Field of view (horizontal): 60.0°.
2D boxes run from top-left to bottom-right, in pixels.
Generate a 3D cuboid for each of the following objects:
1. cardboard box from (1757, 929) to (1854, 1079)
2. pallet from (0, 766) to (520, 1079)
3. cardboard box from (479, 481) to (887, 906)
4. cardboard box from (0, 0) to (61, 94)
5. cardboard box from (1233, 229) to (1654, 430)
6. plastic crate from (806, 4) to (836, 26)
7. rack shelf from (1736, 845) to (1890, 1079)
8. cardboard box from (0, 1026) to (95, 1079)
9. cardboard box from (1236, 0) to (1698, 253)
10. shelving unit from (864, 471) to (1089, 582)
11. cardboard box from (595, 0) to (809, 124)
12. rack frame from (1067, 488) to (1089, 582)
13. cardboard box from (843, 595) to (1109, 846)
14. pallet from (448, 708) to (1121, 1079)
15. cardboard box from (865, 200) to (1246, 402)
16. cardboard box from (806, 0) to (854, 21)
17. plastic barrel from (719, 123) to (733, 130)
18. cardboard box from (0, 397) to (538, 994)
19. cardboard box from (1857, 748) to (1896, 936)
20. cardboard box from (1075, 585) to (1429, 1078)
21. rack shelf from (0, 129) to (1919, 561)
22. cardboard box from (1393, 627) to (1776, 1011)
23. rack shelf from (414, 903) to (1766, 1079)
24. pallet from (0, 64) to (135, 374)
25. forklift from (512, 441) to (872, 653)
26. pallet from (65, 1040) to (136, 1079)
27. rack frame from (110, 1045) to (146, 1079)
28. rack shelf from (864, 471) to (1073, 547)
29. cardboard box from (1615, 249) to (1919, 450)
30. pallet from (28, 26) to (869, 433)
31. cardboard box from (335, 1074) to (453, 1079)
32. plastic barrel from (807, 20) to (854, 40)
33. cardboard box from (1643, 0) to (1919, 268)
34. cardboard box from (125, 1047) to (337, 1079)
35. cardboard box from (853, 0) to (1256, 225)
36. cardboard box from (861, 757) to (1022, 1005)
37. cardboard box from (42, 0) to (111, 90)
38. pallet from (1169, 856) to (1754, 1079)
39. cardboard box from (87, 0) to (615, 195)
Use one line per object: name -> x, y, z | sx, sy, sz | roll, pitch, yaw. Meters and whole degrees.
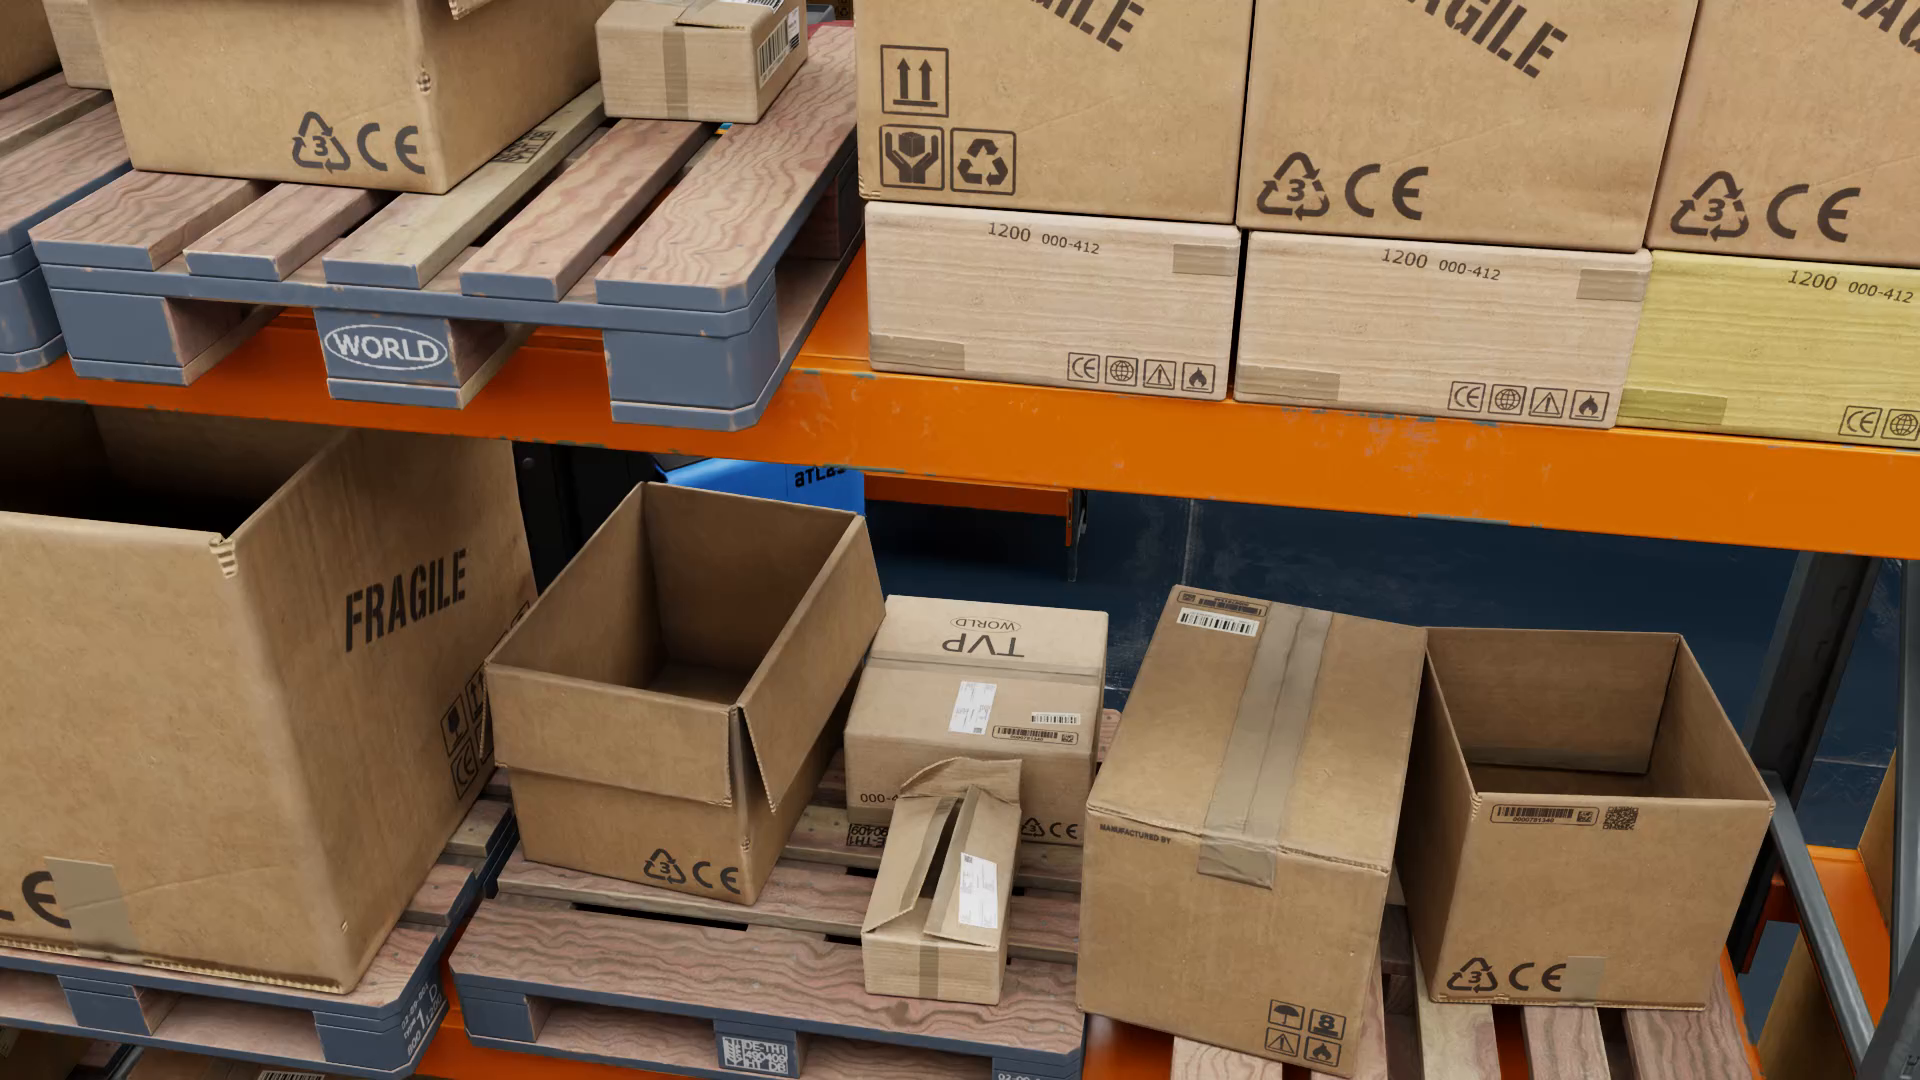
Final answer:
cardboard box -> 2.338, 1.554, 3.547 | 0.875, 0.875, 1.225 | 4, 32, 6
pallet -> -1.553, 0.628, 3.601 | 1.213, 0.211, 1.003 | 5, 32, 8
cardboard box -> -0.558, 0.287, 3.472 | 0.637, 0.503, 0.797 | 8, 33, 13
cardboard box -> -1.835, -0.997, 2.696 | 0.637, 0.503, 0.797 | 4, 32, 6
cardboard box -> 0.660, -0.400, 2.376 | 0.500, 0.250, 0.500 | 5, 32, 8
plastic crate -> -0.920, -2.332, 8.089 | 0.583, 0.464, 0.402 | 5, 32, 8
rack shelf -> 3.633, 1.243, 3.116 | 4.000, 0.370, 1.077 | 5, 32, 8
cardboard box -> -2.670, 1.227, 4.423 | 0.500, 0.500, 0.500 | 4, 32, 7
cardboard box -> 0.641, -0.718, 2.178 | 0.500, 0.500, 0.500 | 5, 32, 8
shelving unit -> 0.007, -0.476, 6.951 | 1.048, 1.125, 0.538 | 5, 32, 8
cardboard box -> -0.417, -0.833, 2.751 | 0.250, 0.166, 0.380 | 4, 32, 7
rack frame -> 0.508, -0.431, 6.878 | 0.032, 1.125, 0.500 | 5, 32, 8
cardboard box -> 0.048, 0.375, 3.570 | 0.500, 0.250, 0.500 | 4, 32, 7
pallet -> -0.297, 0.685, 3.509 | 1.213, 0.211, 1.003 | 5, 32, 8
cardboard box -> 0.165, -0.446, 2.450 | 0.500, 0.250, 0.500 | 6, 33, 10
cardboard box -> -1.016, -4.314, 12.804 | 0.500, 0.500, 0.500 | 5, 32, 8
plastic barrel -> -1.119, -2.208, 7.478 | 0.708, 0.901, 0.600 | 5, 32, 8
cardboard box -> -1.522, 0.114, 3.280 | 1.000, 1.000, 1.000 | 5, 32, 9
cardboard box -> 2.189, 0.631, 3.320 | 0.500, 0.500, 0.500 | 6, 33, 10
cardboard box -> 0.555, 0.514, 3.112 | 0.500, 0.500, 0.700 | 10, 33, 15
rack shelf -> -0.310, -0.386, 2.890 | 4.000, 0.370, 1.077 | 5, 32, 8
cardboard box -> 1.122, 0.511, 3.116 | 0.500, 0.500, 0.500 | 1, 32, 2
rack shelf -> -0.310, 0.886, 3.686 | 4.000, 0.370, 1.077 | 5, 32, 8
pallet -> -1.691, -0.679, 2.857 | 1.003, 0.211, 1.213 | 5, 32, 8
forklift -> -1.842, -0.543, 5.354 | 3.031, 2.935, 1.130 | -20, 37, -29
pallet -> -2.950, 1.543, 4.587 | 1.213, 0.211, 1.003 | 5, 32, 8
rack frame -> -2.282, 0.402, 3.780 | 0.127, 3.000, 1.000 | 5, 32, 8
rack shelf -> 0.007, -0.269, 7.080 | 1.000, 0.278, 0.538 | 5, 32, 8
cardboard box -> 1.151, -0.363, 2.317 | 0.500, 0.250, 0.500 | 5, 32, 8
pallet -> -0.668, -0.588, 2.712 | 1.003, 0.211, 1.213 | 5, 32, 8
cardboard box -> -1.213, 1.394, 4.138 | 0.500, 0.500, 0.700 | 5, 32, 8
plastic barrel -> -0.542, -2.046, 7.563 | 0.433, 0.535, 0.433 | 0, 32, 0
cardboard box -> 1.149, -0.678, 2.114 | 0.500, 0.500, 0.500 | 6, 33, 9
cardboard box -> -1.680, 1.341, 4.221 | 0.500, 0.500, 0.700 | 3, 32, 4
cardboard box -> 0.156, -0.771, 2.262 | 0.500, 0.500, 0.500 | 6, 32, 9
cardboard box -> -0.028, 0.630, 3.146 | 0.258, 0.266, 0.396 | 4, 32, 7
cardboard box -> -1.338, -0.959, 2.858 | 0.258, 0.266, 0.396 | 6, 33, 10
pallet -> 0.941, 0.833, 3.274 | 1.003, 0.211, 1.213 | 5, 32, 8
cardboard box -> -0.906, -0.914, 2.562 | 0.637, 0.503, 0.797 | 6, 33, 10
